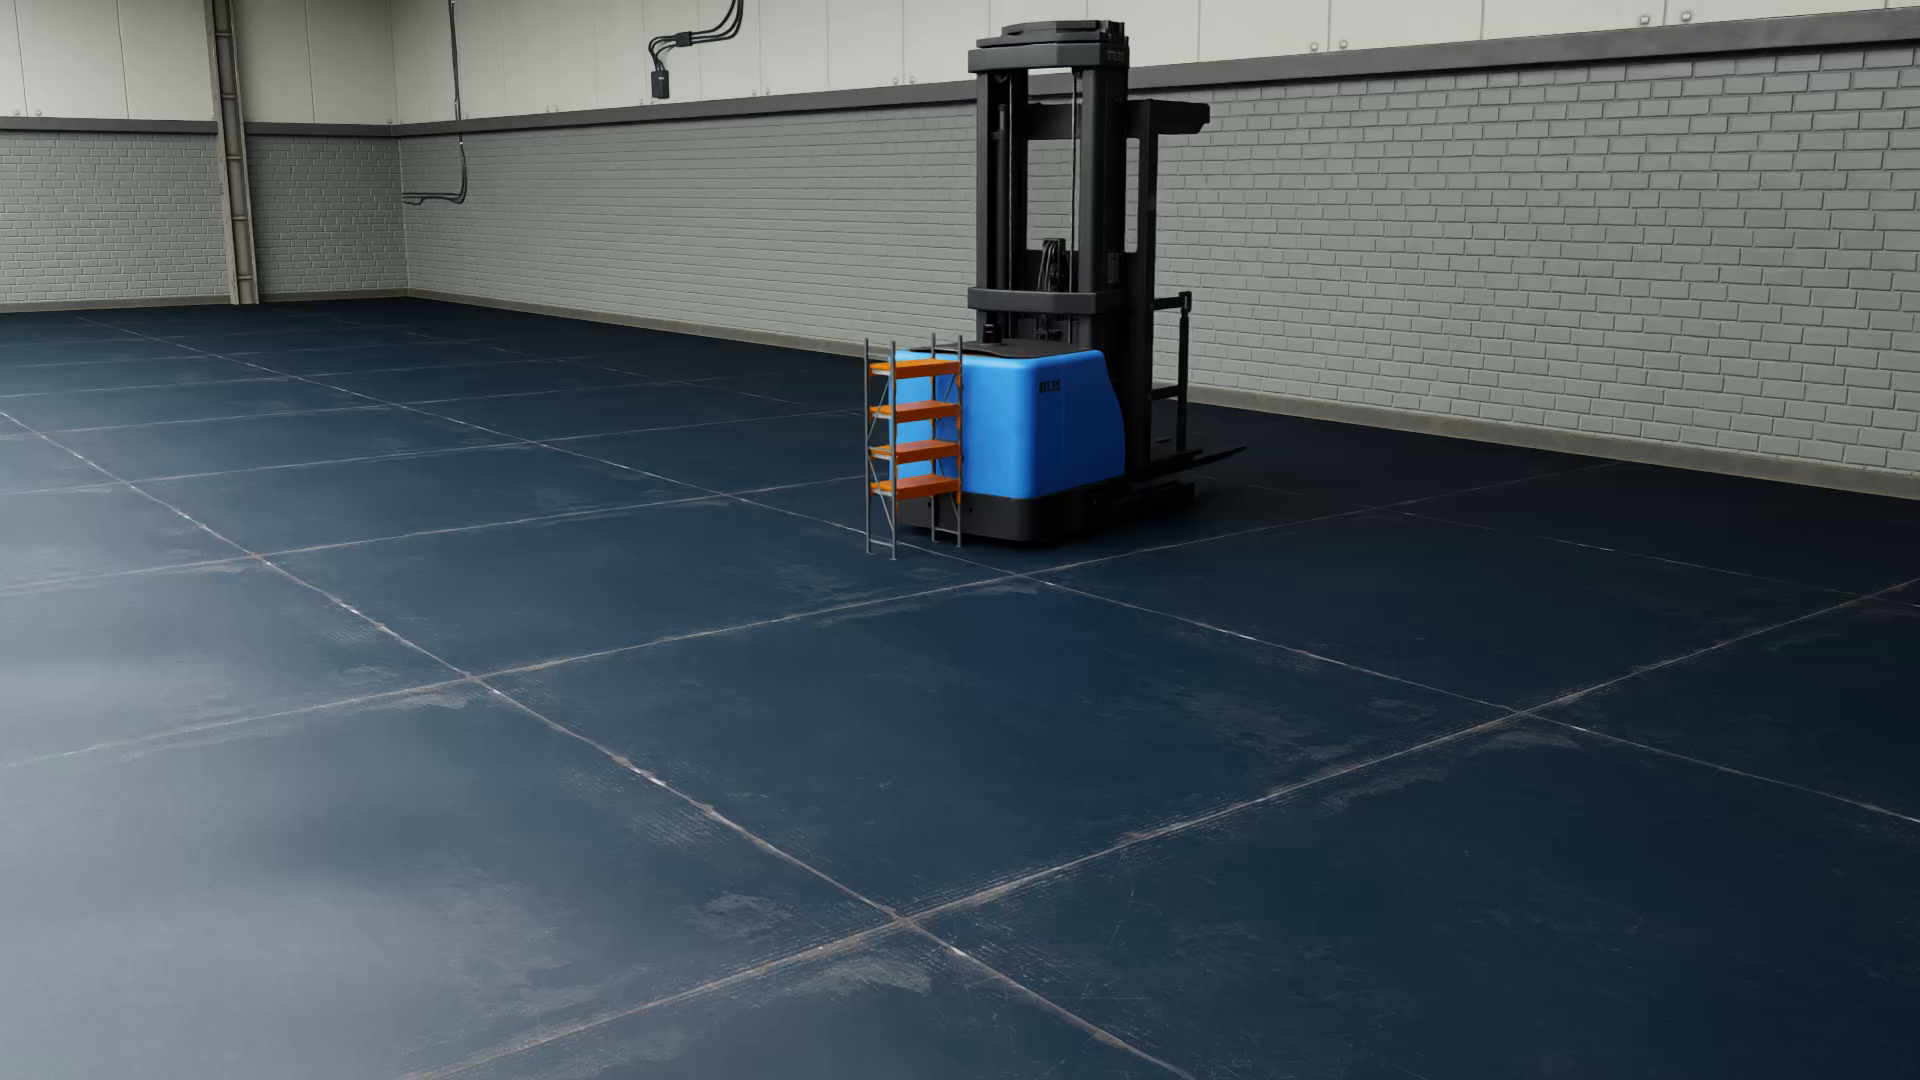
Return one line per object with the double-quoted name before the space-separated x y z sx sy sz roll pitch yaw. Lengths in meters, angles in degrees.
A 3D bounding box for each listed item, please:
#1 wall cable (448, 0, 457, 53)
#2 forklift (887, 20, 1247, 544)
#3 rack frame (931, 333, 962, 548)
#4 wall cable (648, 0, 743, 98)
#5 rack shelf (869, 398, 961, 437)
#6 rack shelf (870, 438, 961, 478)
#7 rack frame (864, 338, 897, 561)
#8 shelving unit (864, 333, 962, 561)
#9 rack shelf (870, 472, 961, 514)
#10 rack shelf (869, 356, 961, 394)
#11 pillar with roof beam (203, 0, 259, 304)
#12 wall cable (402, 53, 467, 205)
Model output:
"wall cable" -7.724 -9.231 26.754 0.112 2.526 3.097 -9 15 -38
"forklift" 0.849 -1.664 10.410 1.130 2.935 3.031 9 15 35
"rack frame" -0.075 -0.558 9.368 0.015 1.200 0.240 -11 16 -42
"wall cable" -3.496 -8.840 21.408 0.169 6.003 2.305 -9 15 -38
"rack shelf" -0.253 -0.676 9.173 0.480 0.148 0.258 -11 16 -42
"rack shelf" -0.253 -0.458 9.219 0.480 0.148 0.258 -11 16 -42
"rack frame" -0.431 -0.489 9.042 0.015 1.200 0.240 -11 16 -42
"shelving unit" -0.253 -0.523 9.205 0.503 1.200 0.258 -11 16 -42
"rack shelf" -0.253 -0.263 9.260 0.480 0.148 0.258 -11 16 -42
"rack shelf" -0.253 -0.908 9.124 0.480 0.148 0.258 -11 16 -42
"pillar with roof beam" -9.851 -7.852 24.944 0.400 9.000 9.100 -9 15 -38
"wall cable" -9.414 -7.200 29.345 0.112 2.526 3.097 -9 15 -38
